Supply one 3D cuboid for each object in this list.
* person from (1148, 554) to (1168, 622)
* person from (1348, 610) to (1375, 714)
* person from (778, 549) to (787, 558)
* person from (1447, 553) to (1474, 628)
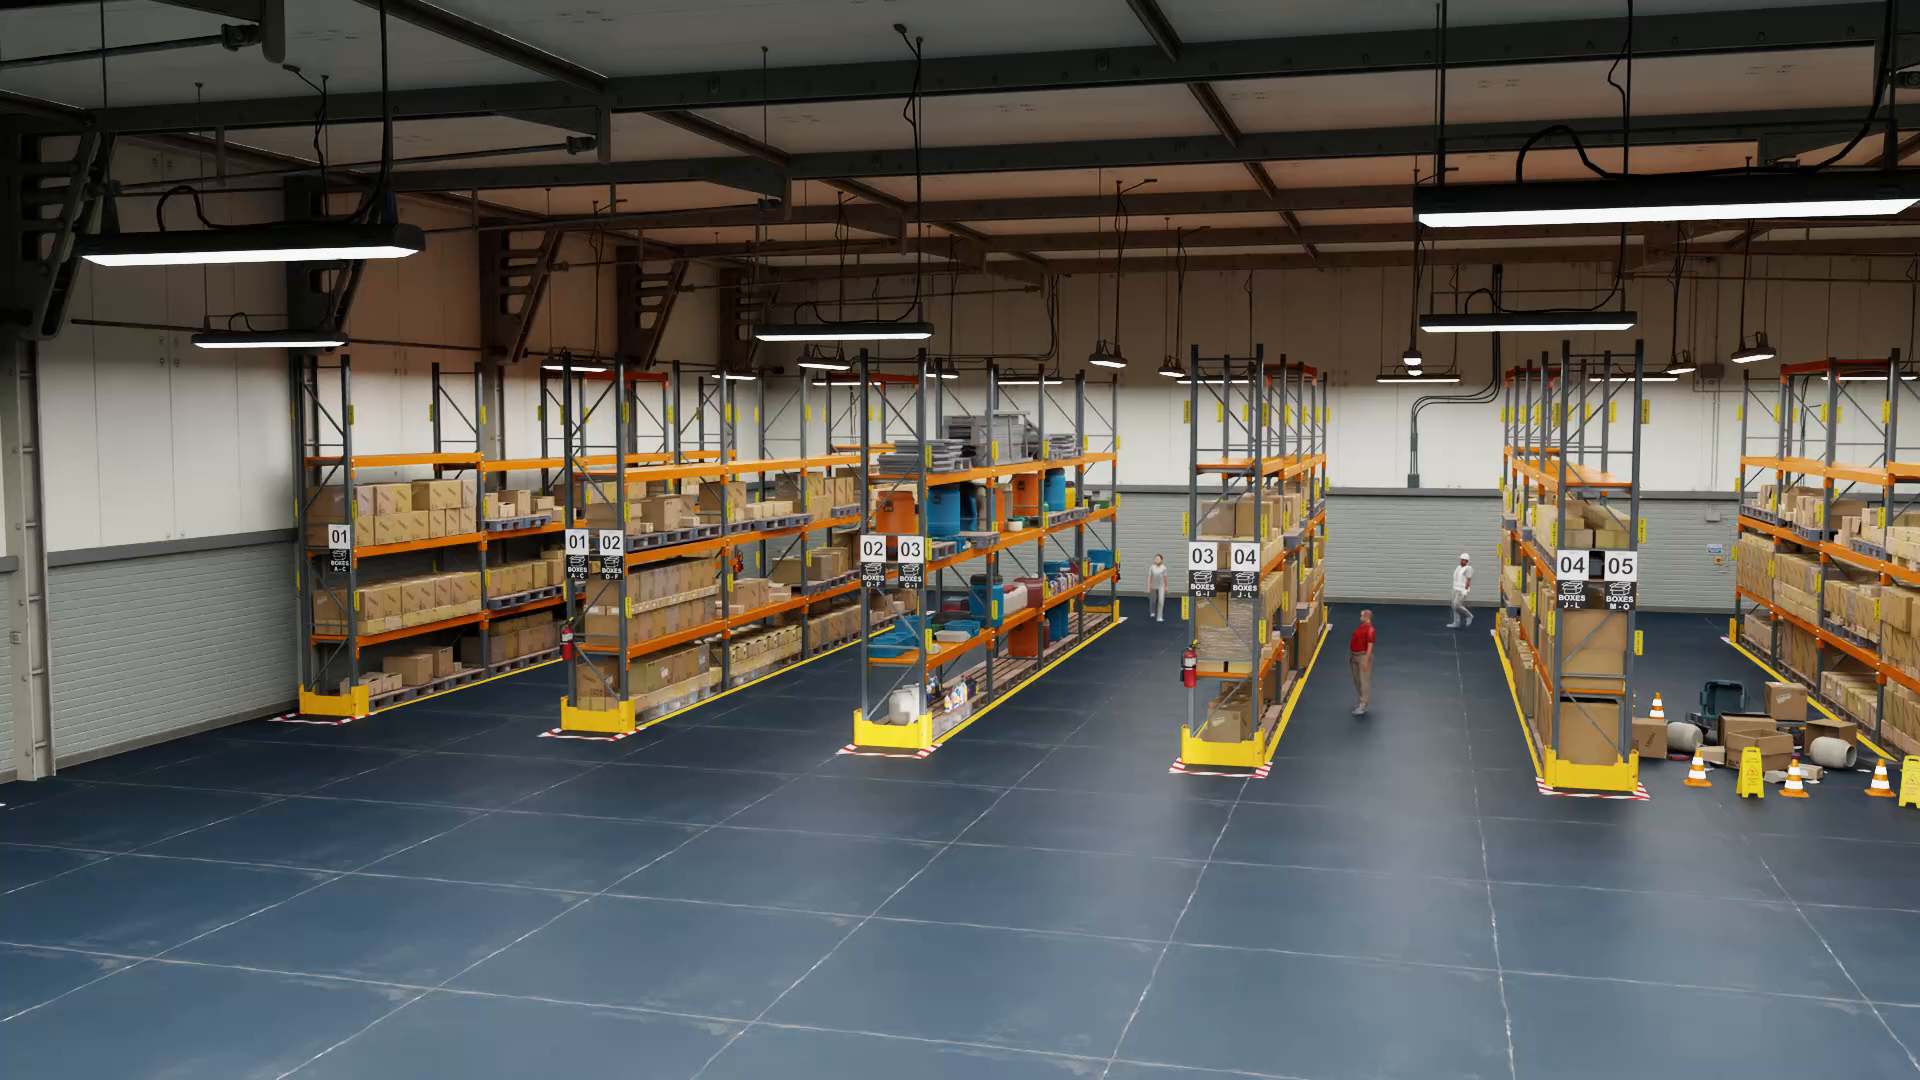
[{"bbox_3d":[4.817,1.159,40.433,0.498,1.630,0.957,0,4,5],"label":"person"},{"bbox_3d":[6.757,2.048,28.091,0.538,1.743,0.551,-2,5,-27],"label":"person"},{"bbox_3d":[-4.494,1.035,41.939,0.471,1.641,0.962,2,5,22],"label":"person"},{"bbox_3d":[11.734,1.187,38.926,0.539,1.764,0.628,-1,4,-8],"label":"person"}]
